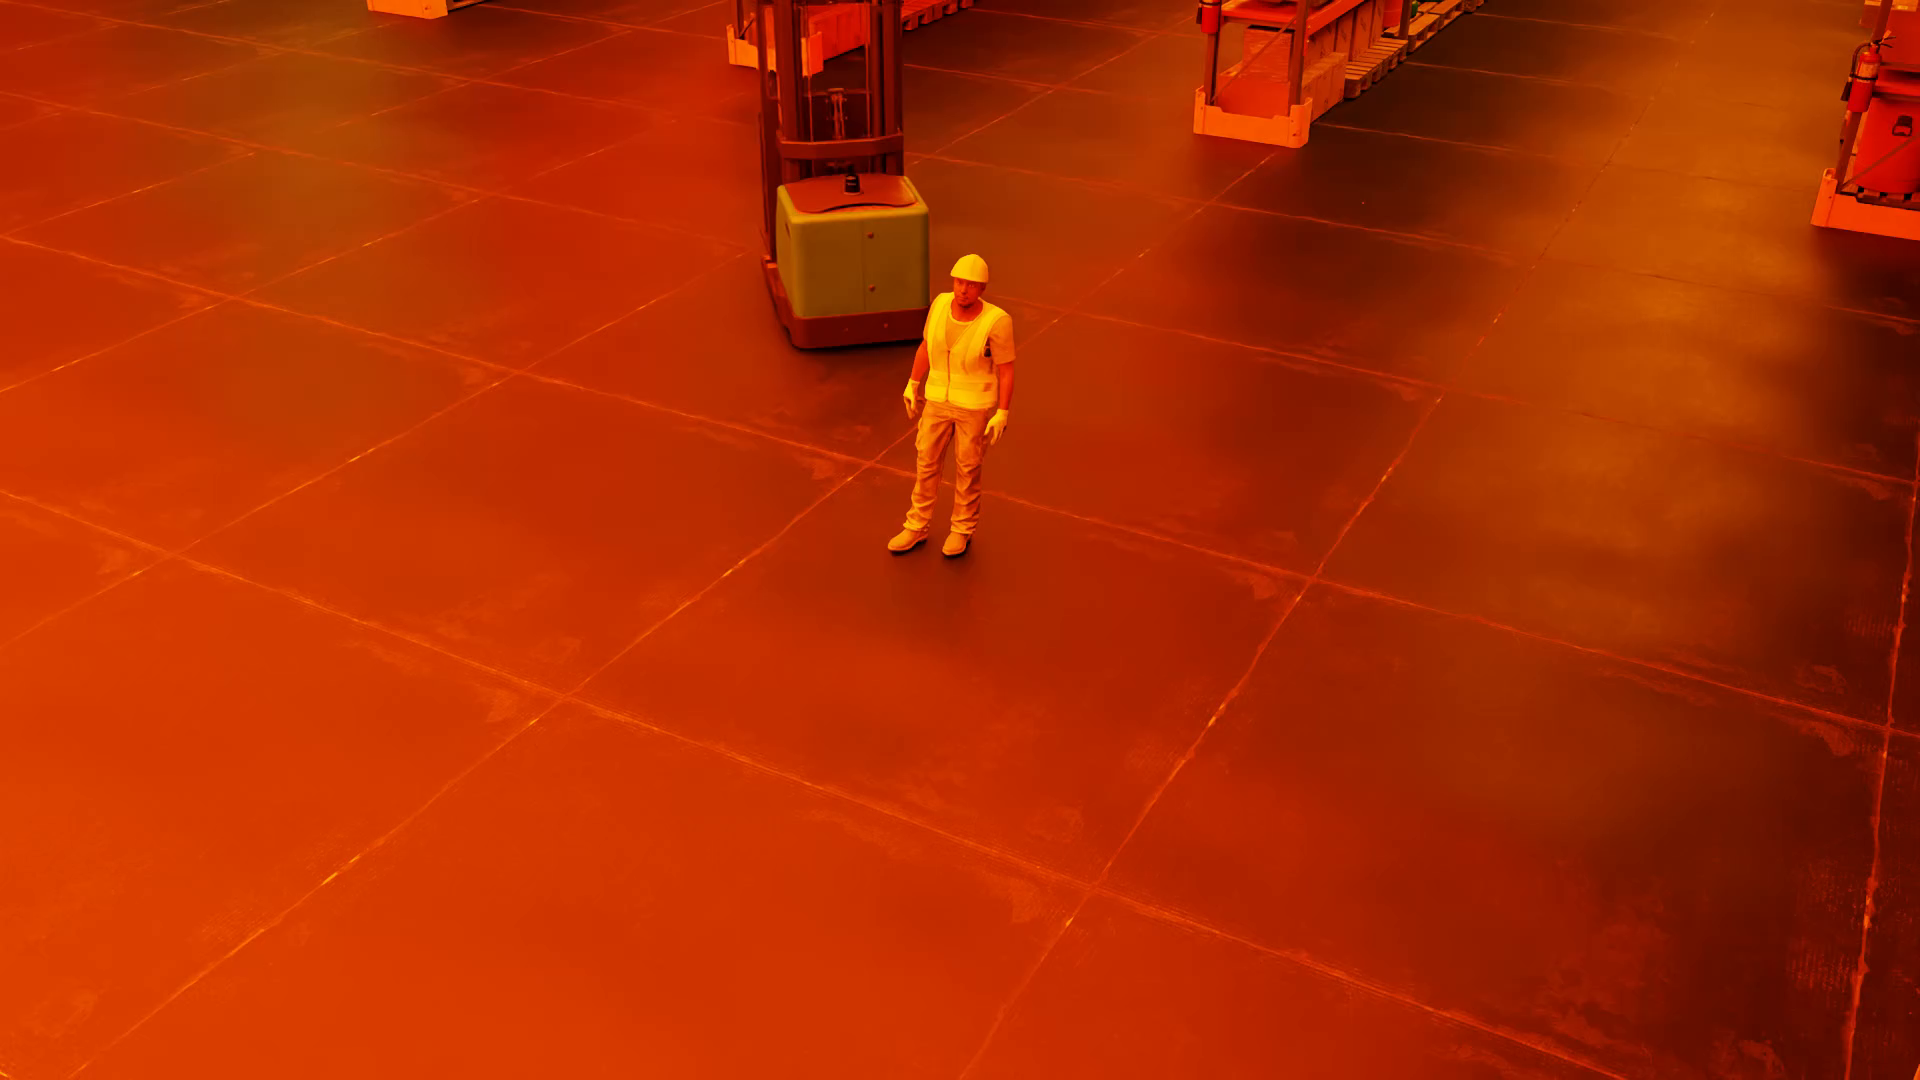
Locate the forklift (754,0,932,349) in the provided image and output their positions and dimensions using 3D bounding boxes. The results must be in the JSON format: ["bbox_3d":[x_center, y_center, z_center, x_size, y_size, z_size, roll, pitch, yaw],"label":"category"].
[{"bbox_3d":[-1.037,-3.409,12.977,1.130,2.935,3.031,-7,31,-11],"label":"forklift"}]

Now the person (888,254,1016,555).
[{"bbox_3d":[-0.042,-0.749,9.502,0.657,1.785,0.575,15,33,25],"label":"person"}]
